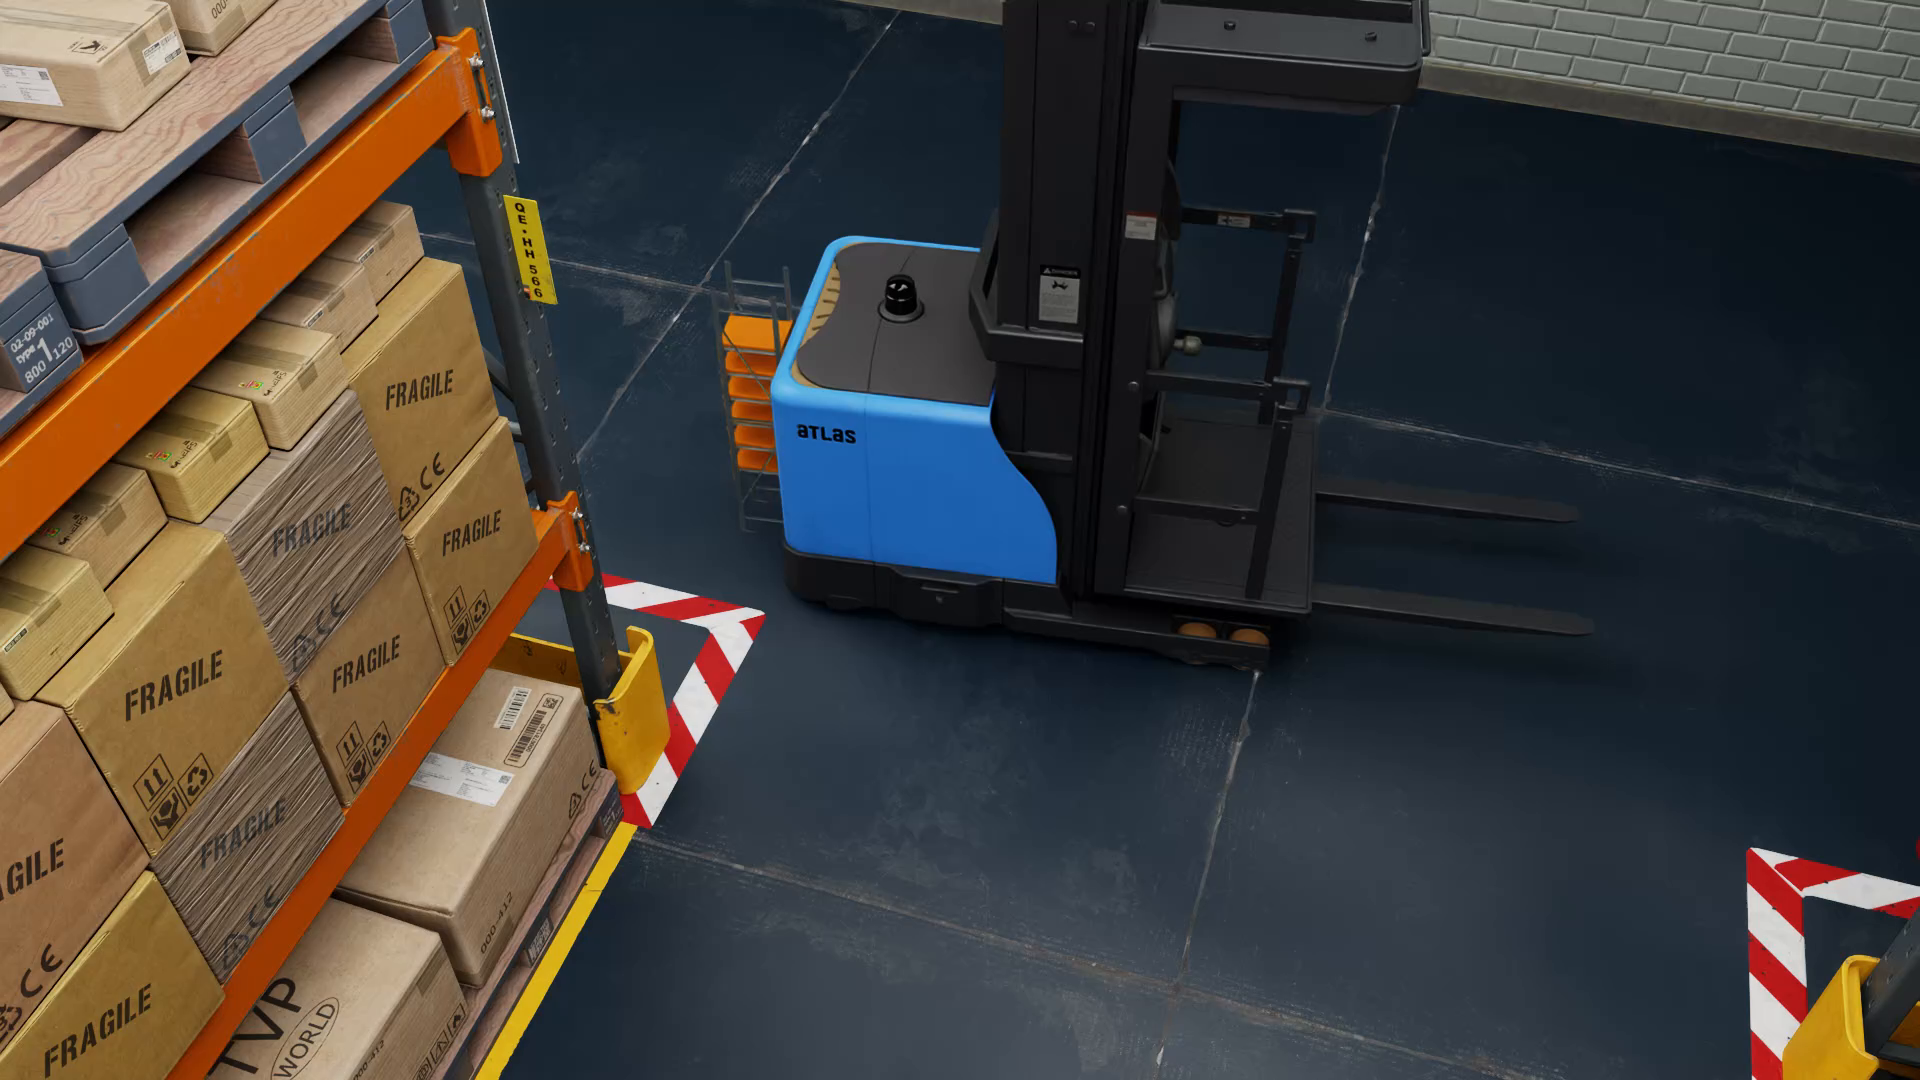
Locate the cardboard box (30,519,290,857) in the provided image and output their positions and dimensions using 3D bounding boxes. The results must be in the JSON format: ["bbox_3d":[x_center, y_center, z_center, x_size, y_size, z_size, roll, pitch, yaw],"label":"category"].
[{"bbox_3d":[-1.850,0.274,3.539,0.500,0.500,0.500,12,46,12],"label":"cardboard box"}]

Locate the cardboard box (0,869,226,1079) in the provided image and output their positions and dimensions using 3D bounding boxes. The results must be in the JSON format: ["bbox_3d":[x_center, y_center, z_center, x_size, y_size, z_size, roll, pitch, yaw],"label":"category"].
[{"bbox_3d":[-1.998,0.977,3.535,0.500,0.500,0.500,14,46,14],"label":"cardboard box"}]

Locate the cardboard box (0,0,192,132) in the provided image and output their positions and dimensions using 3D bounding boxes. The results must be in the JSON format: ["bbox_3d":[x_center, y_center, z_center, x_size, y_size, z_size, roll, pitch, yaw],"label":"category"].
[{"bbox_3d":[-1.749,-0.941,3.230,0.380,0.149,0.250,9,45,9],"label":"cardboard box"}]

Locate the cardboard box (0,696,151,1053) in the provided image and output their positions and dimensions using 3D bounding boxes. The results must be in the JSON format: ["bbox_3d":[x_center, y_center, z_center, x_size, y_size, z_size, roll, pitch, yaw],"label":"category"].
[{"bbox_3d":[-2.004,0.609,3.196,0.500,0.500,0.500,12,46,12],"label":"cardboard box"}]

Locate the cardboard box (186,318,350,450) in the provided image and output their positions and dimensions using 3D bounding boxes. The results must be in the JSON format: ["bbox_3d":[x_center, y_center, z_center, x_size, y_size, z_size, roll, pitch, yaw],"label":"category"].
[{"bbox_3d":[-1.617,-0.367,3.730,0.380,0.149,0.250,12,46,12],"label":"cardboard box"}]

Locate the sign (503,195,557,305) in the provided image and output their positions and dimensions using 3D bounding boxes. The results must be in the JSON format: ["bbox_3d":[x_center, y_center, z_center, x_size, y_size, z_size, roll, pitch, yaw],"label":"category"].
[{"bbox_3d":[-1.135,-0.762,4.387,0.100,0.325,0.005,13,46,13],"label":"sign"}]

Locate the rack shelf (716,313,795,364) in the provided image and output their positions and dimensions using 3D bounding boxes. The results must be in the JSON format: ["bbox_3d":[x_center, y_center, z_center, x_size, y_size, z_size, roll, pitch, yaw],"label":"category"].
[{"bbox_3d":[-0.759,-0.739,6.196,0.258,0.103,0.180,7,45,7],"label":"rack shelf"}]

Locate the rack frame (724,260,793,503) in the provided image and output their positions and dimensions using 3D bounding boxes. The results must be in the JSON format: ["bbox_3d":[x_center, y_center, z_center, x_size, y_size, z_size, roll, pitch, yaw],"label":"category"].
[{"bbox_3d":[-0.743,-0.577,6.482,0.240,1.200,0.006,7,45,7],"label":"rack frame"}]

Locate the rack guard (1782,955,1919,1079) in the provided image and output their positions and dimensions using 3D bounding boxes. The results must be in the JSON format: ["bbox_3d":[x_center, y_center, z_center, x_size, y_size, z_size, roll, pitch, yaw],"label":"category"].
[{"bbox_3d":[3.061,1.605,4.752,1.175,0.500,0.348,13,46,13],"label":"rack guard"}]

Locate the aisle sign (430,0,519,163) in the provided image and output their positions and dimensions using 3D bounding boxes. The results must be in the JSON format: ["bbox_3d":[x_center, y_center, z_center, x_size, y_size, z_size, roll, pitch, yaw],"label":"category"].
[{"bbox_3d":[-1.330,-1.299,4.074,0.394,0.787,0.004,13,46,13],"label":"aisle sign"}]

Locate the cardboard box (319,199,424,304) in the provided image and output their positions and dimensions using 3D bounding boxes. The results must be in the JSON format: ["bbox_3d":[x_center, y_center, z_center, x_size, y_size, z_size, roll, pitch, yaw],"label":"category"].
[{"bbox_3d":[-1.566,-0.731,4.102,0.380,0.149,0.250,13,46,13],"label":"cardboard box"}]

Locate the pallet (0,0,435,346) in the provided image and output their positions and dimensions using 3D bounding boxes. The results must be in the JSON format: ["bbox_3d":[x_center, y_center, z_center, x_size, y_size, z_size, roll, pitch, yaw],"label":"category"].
[{"bbox_3d":[-1.862,-0.932,3.476,1.003,0.211,1.213,13,46,13],"label":"pallet"}]

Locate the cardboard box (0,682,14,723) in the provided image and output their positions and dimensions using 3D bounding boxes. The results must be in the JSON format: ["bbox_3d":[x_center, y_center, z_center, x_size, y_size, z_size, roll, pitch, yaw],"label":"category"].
[{"bbox_3d":[-1.997,0.302,3.047,0.380,0.149,0.250,14,46,14],"label":"cardboard box"}]

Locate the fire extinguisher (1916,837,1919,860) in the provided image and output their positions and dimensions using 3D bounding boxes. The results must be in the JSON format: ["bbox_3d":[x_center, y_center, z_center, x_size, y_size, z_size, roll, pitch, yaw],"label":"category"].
[{"bbox_3d":[2.688,0.626,4.288,0.296,0.674,0.183,13,46,13],"label":"fire extinguisher"}]

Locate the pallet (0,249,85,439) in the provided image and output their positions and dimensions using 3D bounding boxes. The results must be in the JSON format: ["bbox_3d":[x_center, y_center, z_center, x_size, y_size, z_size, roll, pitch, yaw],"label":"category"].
[{"bbox_3d":[-2.230,-0.116,2.642,1.003,0.211,1.213,13,46,13],"label":"pallet"}]

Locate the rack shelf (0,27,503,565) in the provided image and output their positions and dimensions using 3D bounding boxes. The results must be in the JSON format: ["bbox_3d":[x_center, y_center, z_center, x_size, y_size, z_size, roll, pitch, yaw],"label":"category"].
[{"bbox_3d":[-2.253,0.130,2.842,1.077,0.370,4.000,13,46,13],"label":"rack shelf"}]

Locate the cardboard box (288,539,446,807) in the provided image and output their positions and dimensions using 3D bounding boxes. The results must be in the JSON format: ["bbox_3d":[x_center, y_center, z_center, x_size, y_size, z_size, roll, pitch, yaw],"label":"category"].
[{"bbox_3d":[-1.708,0.285,4.242,0.500,0.500,0.500,12,46,12],"label":"cardboard box"}]

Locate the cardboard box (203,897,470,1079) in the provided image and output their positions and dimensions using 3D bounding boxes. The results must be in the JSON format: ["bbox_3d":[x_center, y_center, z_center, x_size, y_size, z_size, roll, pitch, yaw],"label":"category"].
[{"bbox_3d":[-2.021,1.451,4.655,0.875,0.438,0.875,14,46,14],"label":"cardboard box"}]

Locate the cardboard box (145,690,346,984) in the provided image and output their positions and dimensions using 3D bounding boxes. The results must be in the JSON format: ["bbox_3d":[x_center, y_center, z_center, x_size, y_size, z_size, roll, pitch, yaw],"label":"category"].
[{"bbox_3d":[-1.854,0.630,3.890,0.500,0.500,0.500,14,46,14],"label":"cardboard box"}]

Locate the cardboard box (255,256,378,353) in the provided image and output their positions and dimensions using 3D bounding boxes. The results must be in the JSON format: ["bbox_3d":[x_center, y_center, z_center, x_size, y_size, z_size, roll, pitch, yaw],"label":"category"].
[{"bbox_3d":[-1.620,-0.557,3.924,0.380,0.149,0.250,13,46,13],"label":"cardboard box"}]

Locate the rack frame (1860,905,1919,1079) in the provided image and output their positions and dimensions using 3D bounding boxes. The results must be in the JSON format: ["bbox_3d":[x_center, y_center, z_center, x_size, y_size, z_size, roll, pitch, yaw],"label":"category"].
[{"bbox_3d":[3.084,0.661,3.930,1.000,3.000,0.127,13,46,13],"label":"rack frame"}]

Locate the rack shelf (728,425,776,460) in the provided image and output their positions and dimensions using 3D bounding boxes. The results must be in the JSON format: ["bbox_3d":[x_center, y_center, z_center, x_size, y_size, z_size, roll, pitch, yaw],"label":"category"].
[{"bbox_3d":[-0.758,-0.396,6.532,0.258,0.103,0.180,7,45,7],"label":"rack shelf"}]

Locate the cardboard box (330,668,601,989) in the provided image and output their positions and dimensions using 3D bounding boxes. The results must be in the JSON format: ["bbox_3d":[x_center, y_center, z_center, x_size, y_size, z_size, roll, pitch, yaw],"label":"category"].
[{"bbox_3d":[-1.752,0.839,5.280,0.875,0.438,0.875,11,45,11],"label":"cardboard box"}]

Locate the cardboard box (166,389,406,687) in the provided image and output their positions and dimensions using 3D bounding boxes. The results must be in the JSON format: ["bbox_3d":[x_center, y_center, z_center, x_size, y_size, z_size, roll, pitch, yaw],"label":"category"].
[{"bbox_3d":[-1.697,-0.055,3.875,0.500,0.500,0.500,13,46,13],"label":"cardboard box"}]

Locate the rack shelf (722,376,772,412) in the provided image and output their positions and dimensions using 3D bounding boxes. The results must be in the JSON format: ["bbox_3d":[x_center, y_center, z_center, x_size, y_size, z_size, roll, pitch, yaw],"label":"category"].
[{"bbox_3d":[-0.759,-0.568,6.364,0.258,0.103,0.180,7,45,7],"label":"rack shelf"}]

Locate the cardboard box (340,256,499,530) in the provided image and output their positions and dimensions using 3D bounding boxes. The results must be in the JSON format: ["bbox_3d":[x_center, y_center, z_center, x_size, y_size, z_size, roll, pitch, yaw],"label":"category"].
[{"bbox_3d":[-1.567,-0.409,4.237,0.500,0.500,0.500,14,46,14],"label":"cardboard box"}]

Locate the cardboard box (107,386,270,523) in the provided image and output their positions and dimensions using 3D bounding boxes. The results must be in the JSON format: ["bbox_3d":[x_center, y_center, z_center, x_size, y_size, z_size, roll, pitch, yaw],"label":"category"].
[{"bbox_3d":[-1.733,-0.208,3.568,0.380,0.149,0.250,14,46,13],"label":"cardboard box"}]

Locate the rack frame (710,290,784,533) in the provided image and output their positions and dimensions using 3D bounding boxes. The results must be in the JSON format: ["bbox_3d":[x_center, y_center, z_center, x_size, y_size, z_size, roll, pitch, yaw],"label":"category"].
[{"bbox_3d":[-0.774,-0.451,6.353,0.240,1.200,0.006,7,45,7],"label":"rack frame"}]

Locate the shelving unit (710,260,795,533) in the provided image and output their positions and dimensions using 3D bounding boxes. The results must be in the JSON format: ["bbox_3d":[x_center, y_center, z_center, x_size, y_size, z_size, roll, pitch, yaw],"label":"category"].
[{"bbox_3d":[-0.758,-0.514,6.417,0.258,1.200,0.189,7,45,7],"label":"shelving unit"}]

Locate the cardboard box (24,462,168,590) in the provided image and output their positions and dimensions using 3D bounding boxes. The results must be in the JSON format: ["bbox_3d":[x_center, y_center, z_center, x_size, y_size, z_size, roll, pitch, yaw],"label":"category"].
[{"bbox_3d":[-1.880,-0.049,3.405,0.380,0.149,0.250,12,46,12],"label":"cardboard box"}]

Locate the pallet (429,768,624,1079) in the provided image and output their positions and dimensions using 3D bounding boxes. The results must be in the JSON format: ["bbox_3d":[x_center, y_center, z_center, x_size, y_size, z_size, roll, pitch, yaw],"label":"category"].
[{"bbox_3d":[-1.815,1.158,5.415,1.003,0.211,1.213,13,46,13],"label":"pallet"}]

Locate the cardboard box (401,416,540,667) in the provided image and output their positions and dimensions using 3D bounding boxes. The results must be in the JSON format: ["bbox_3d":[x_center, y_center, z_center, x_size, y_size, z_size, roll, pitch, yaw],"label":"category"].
[{"bbox_3d":[-1.542,-0.046,4.581,0.500,0.500,0.500,13,46,13],"label":"cardboard box"}]

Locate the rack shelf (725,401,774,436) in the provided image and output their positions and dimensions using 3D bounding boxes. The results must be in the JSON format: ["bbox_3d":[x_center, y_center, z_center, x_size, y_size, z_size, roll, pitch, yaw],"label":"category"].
[{"bbox_3d":[-0.758,-0.482,6.448,0.258,0.103,0.180,7,45,7],"label":"rack shelf"}]

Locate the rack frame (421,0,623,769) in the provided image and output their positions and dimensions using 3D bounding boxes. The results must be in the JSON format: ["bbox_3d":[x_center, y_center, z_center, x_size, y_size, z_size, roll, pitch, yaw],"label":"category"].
[{"bbox_3d":[-1.648,-0.388,5.002,1.000,3.000,0.127,13,46,13],"label":"rack frame"}]

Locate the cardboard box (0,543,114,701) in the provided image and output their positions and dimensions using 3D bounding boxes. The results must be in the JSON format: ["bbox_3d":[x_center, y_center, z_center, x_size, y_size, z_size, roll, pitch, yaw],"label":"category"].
[{"bbox_3d":[-1.900,0.131,3.221,0.380,0.149,0.250,14,46,13],"label":"cardboard box"}]

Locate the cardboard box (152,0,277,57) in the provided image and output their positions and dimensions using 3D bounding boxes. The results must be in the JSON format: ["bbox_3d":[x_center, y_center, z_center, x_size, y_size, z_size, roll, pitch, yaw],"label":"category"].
[{"bbox_3d":[-1.698,-1.273,3.497,0.500,0.250,0.500,9,45,9],"label":"cardboard box"}]

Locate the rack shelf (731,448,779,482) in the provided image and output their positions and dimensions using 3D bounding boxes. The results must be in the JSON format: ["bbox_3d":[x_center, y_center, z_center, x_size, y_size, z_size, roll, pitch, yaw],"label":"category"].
[{"bbox_3d":[-0.758,-0.311,6.616,0.258,0.103,0.180,7,45,7],"label":"rack shelf"}]

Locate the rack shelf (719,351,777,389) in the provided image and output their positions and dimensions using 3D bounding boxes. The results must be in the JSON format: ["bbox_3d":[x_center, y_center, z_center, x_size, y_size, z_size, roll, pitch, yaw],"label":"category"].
[{"bbox_3d":[-0.759,-0.654,6.280,0.258,0.103,0.180,7,45,7],"label":"rack shelf"}]

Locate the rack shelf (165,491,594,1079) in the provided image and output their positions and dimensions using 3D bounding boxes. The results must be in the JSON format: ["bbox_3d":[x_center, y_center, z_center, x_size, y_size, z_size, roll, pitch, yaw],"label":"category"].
[{"bbox_3d":[-2.253,1.202,3.891,1.077,0.370,4.000,13,46,13],"label":"rack shelf"}]

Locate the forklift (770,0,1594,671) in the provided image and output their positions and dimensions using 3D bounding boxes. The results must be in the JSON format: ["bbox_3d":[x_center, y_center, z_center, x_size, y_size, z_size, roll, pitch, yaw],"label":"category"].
[{"bbox_3d":[0.887,-0.959,5.635,3.031,2.935,1.130,7,45,7],"label":"forklift"}]

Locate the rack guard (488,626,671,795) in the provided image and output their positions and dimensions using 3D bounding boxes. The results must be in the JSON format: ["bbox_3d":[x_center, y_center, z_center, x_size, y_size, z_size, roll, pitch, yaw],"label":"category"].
[{"bbox_3d":[-1.640,0.489,5.892,1.175,0.500,0.348,13,46,13],"label":"rack guard"}]
